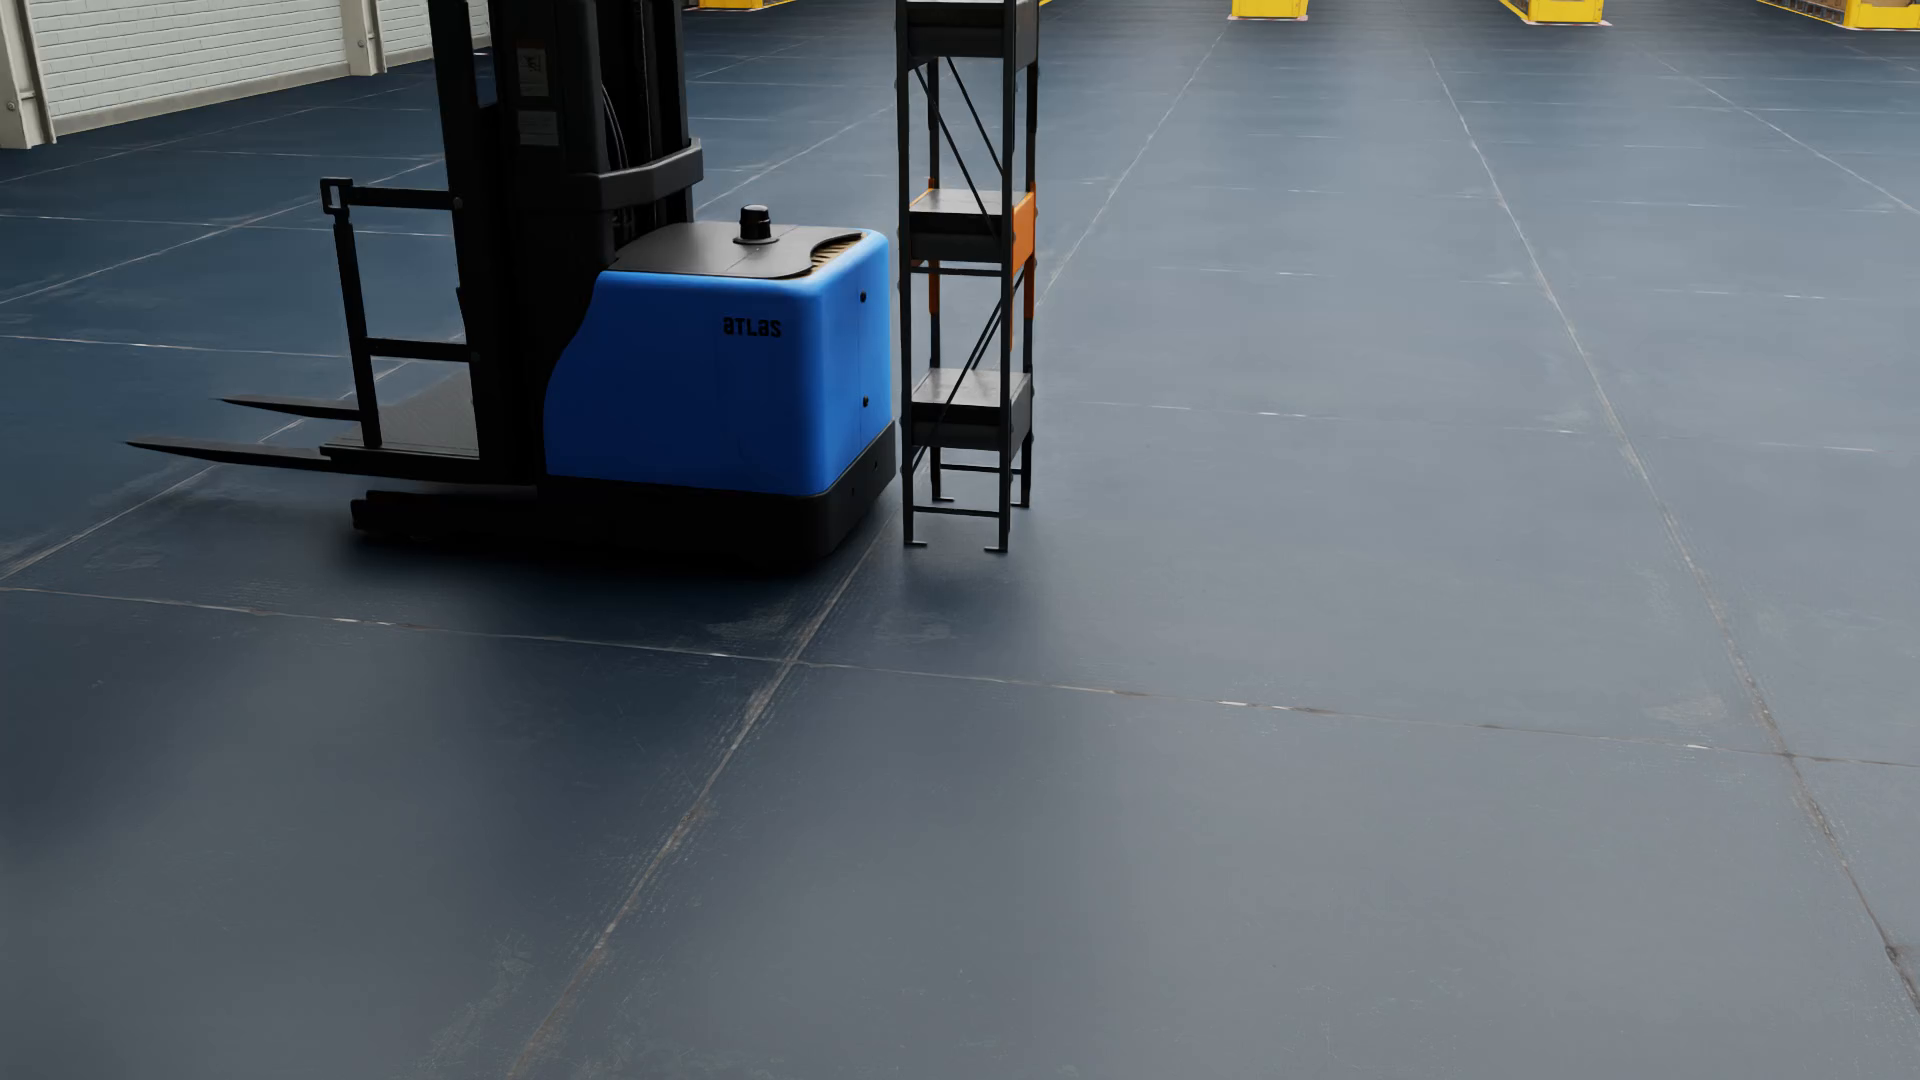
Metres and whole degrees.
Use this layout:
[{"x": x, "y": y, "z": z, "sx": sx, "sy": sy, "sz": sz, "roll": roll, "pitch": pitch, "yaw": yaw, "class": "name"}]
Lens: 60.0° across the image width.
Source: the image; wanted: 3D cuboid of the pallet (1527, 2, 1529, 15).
[{"x": 10.466, "y": -9.223, "z": 28.971, "sx": 1.003, "sy": 0.211, "sz": 1.213, "roll": 4, "pitch": 22, "yaw": 11, "class": "pallet"}]

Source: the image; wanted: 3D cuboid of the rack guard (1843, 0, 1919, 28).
[{"x": 15.080, "y": -8.611, "z": 27.064, "sx": 1.175, "sy": 0.500, "sz": 0.348, "roll": 4, "pitch": 22, "yaw": 11, "class": "rack guard"}]

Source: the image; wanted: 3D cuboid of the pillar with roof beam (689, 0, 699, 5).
[{"x": -0.787, "y": -14.103, "z": 29.326, "sx": 9.100, "sy": 9.000, "sz": 0.400, "roll": 4, "pitch": 22, "yaw": 11, "class": "pillar with roof beam"}]

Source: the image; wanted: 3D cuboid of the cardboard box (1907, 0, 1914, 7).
[{"x": 16.589, "y": -9.438, "z": 29.114, "sx": 0.500, "sy": 0.500, "sz": 0.500, "roll": 8, "pitch": 23, "yaw": 20, "class": "cardboard box"}]

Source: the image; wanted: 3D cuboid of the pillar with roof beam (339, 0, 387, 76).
[{"x": -3.236, "y": -9.715, "z": 18.429, "sx": 9.100, "sy": 9.000, "sz": 0.400, "roll": 4, "pitch": 22, "yaw": 11, "class": "pillar with roof beam"}]

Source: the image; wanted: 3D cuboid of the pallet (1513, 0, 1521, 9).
[{"x": 10.964, "y": -10.115, "z": 31.187, "sx": 1.003, "sy": 0.211, "sz": 1.213, "roll": 4, "pitch": 22, "yaw": 11, "class": "pallet"}]

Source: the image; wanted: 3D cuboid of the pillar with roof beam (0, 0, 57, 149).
[{"x": -4.460, "y": -7.520, "z": 12.981, "sx": 9.100, "sy": 9.000, "sz": 0.400, "roll": 4, "pitch": 22, "yaw": 11, "class": "pillar with roof beam"}]

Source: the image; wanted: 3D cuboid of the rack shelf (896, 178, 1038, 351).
[{"x": 0.034, "y": -1.022, "z": 6.117, "sx": 0.431, "sy": 0.518, "sz": 0.480, "roll": 4, "pitch": 22, "yaw": 11, "class": "rack shelf"}]

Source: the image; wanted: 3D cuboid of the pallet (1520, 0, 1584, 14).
[{"x": 10.717, "y": -9.668, "z": 30.075, "sx": 1.003, "sy": 0.211, "sz": 1.213, "roll": 4, "pitch": 22, "yaw": 11, "class": "pallet"}]

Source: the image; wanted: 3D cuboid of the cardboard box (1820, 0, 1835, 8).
[{"x": 15.336, "y": -9.563, "z": 28.365, "sx": 0.875, "sy": 0.875, "sz": 0.875, "roll": 4, "pitch": 22, "yaw": 10, "class": "cardboard box"}]

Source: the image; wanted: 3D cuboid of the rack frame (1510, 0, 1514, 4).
[{"x": 11.066, "y": -11.657, "z": 31.282, "sx": 1.000, "sy": 3.000, "sz": 0.127, "roll": 4, "pitch": 22, "yaw": 11, "class": "rack frame"}]

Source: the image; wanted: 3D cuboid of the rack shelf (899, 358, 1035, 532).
[{"x": 0.034, "y": -0.373, "z": 6.378, "sx": 0.431, "sy": 0.518, "sz": 0.480, "roll": 4, "pitch": 22, "yaw": 11, "class": "rack shelf"}]

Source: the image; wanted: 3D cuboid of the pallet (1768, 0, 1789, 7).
[{"x": 15.985, "y": -10.236, "z": 31.487, "sx": 1.003, "sy": 0.211, "sz": 1.213, "roll": 4, "pitch": 22, "yaw": 11, "class": "pallet"}]

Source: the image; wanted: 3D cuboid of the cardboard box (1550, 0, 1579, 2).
[{"x": 10.394, "y": -9.456, "z": 28.602, "sx": 0.500, "sy": 0.500, "sz": 0.500, "roll": 9, "pitch": 24, "yaw": 21, "class": "cardboard box"}]

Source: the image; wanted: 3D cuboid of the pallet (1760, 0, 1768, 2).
[{"x": 16.231, "y": -10.684, "z": 32.599, "sx": 1.003, "sy": 0.211, "sz": 1.213, "roll": 4, "pitch": 22, "yaw": 11, "class": "pallet"}]

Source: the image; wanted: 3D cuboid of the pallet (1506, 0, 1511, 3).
[{"x": 11.223, "y": -10.648, "z": 32.510, "sx": 1.003, "sy": 0.211, "sz": 1.213, "roll": 4, "pitch": 22, "yaw": 11, "class": "pallet"}]

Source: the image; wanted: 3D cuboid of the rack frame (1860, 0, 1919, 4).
[{"x": 15.085, "y": -9.779, "z": 26.619, "sx": 1.000, "sy": 3.000, "sz": 0.127, "roll": 4, "pitch": 22, "yaw": 11, "class": "rack frame"}]

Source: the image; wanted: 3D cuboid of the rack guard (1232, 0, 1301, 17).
[{"x": 5.371, "y": -9.443, "z": 29.132, "sx": 1.175, "sy": 0.500, "sz": 0.348, "roll": 4, "pitch": 22, "yaw": 11, "class": "rack guard"}]

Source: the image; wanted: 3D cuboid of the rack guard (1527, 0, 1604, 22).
[{"x": 10.265, "y": -9.062, "z": 28.186, "sx": 1.175, "sy": 0.500, "sz": 0.348, "roll": 4, "pitch": 22, "yaw": 11, "class": "rack guard"}]

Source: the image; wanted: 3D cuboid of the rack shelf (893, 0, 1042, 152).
[{"x": 0.034, "y": -1.671, "z": 5.855, "sx": 0.431, "sy": 0.518, "sz": 0.480, "roll": 4, "pitch": 22, "yaw": 11, "class": "rack shelf"}]

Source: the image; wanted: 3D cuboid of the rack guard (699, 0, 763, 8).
[{"x": -4.282, "y": -10.195, "z": 30.999, "sx": 1.175, "sy": 0.500, "sz": 0.348, "roll": 4, "pitch": 22, "yaw": 11, "class": "rack guard"}]

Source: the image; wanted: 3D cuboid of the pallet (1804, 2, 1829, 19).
[{"x": 15.423, "y": -9.229, "z": 28.986, "sx": 1.003, "sy": 0.211, "sz": 1.213, "roll": 4, "pitch": 22, "yaw": 11, "class": "pallet"}]

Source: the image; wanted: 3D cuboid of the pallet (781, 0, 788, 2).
[{"x": -3.830, "y": -10.800, "z": 32.888, "sx": 1.003, "sy": 0.211, "sz": 1.213, "roll": 4, "pitch": 22, "yaw": 11, "class": "pallet"}]

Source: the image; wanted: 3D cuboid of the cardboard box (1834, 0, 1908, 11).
[{"x": 15.159, "y": -9.241, "z": 27.566, "sx": 0.875, "sy": 0.875, "sz": 0.875, "roll": 5, "pitch": 22, "yaw": 11, "class": "cardboard box"}]

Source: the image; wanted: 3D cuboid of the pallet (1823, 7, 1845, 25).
[{"x": 15.171, "y": -8.784, "z": 27.881, "sx": 1.003, "sy": 0.211, "sz": 1.213, "roll": 4, "pitch": 22, "yaw": 11, "class": "pallet"}]

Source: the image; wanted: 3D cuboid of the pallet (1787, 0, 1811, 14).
[{"x": 15.669, "y": -9.676, "z": 30.097, "sx": 1.003, "sy": 0.211, "sz": 1.213, "roll": 4, "pitch": 22, "yaw": 11, "class": "pallet"}]

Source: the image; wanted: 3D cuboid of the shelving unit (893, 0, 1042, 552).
[{"x": 0.034, "y": -1.035, "z": 6.112, "sx": 0.431, "sy": 2.100, "sz": 0.503, "roll": 4, "pitch": 22, "yaw": 11, "class": "shelving unit"}]

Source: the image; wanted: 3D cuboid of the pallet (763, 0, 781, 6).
[{"x": -4.082, "y": -10.355, "z": 31.784, "sx": 1.003, "sy": 0.211, "sz": 1.213, "roll": 4, "pitch": 22, "yaw": 11, "class": "pallet"}]

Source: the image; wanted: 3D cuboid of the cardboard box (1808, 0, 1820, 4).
[{"x": 15.524, "y": -9.896, "z": 29.193, "sx": 0.875, "sy": 0.875, "sz": 0.875, "roll": 5, "pitch": 22, "yaw": 11, "class": "cardboard box"}]

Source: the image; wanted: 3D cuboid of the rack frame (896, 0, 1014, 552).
[{"x": -0.016, "y": -0.945, "z": 5.890, "sx": 0.400, "sy": 2.100, "sz": 0.015, "roll": 4, "pitch": 22, "yaw": 11, "class": "rack frame"}]

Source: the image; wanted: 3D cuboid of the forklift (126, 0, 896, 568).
[{"x": -1.837, "y": -1.536, "z": 6.245, "sx": 3.031, "sy": 2.935, "sz": 1.130, "roll": 5, "pitch": 23, "yaw": 13, "class": "forklift"}]

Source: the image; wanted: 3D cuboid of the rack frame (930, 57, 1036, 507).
[{"x": 0.084, "y": -1.124, "z": 6.333, "sx": 0.400, "sy": 2.100, "sz": 0.015, "roll": 4, "pitch": 22, "yaw": 11, "class": "rack frame"}]
